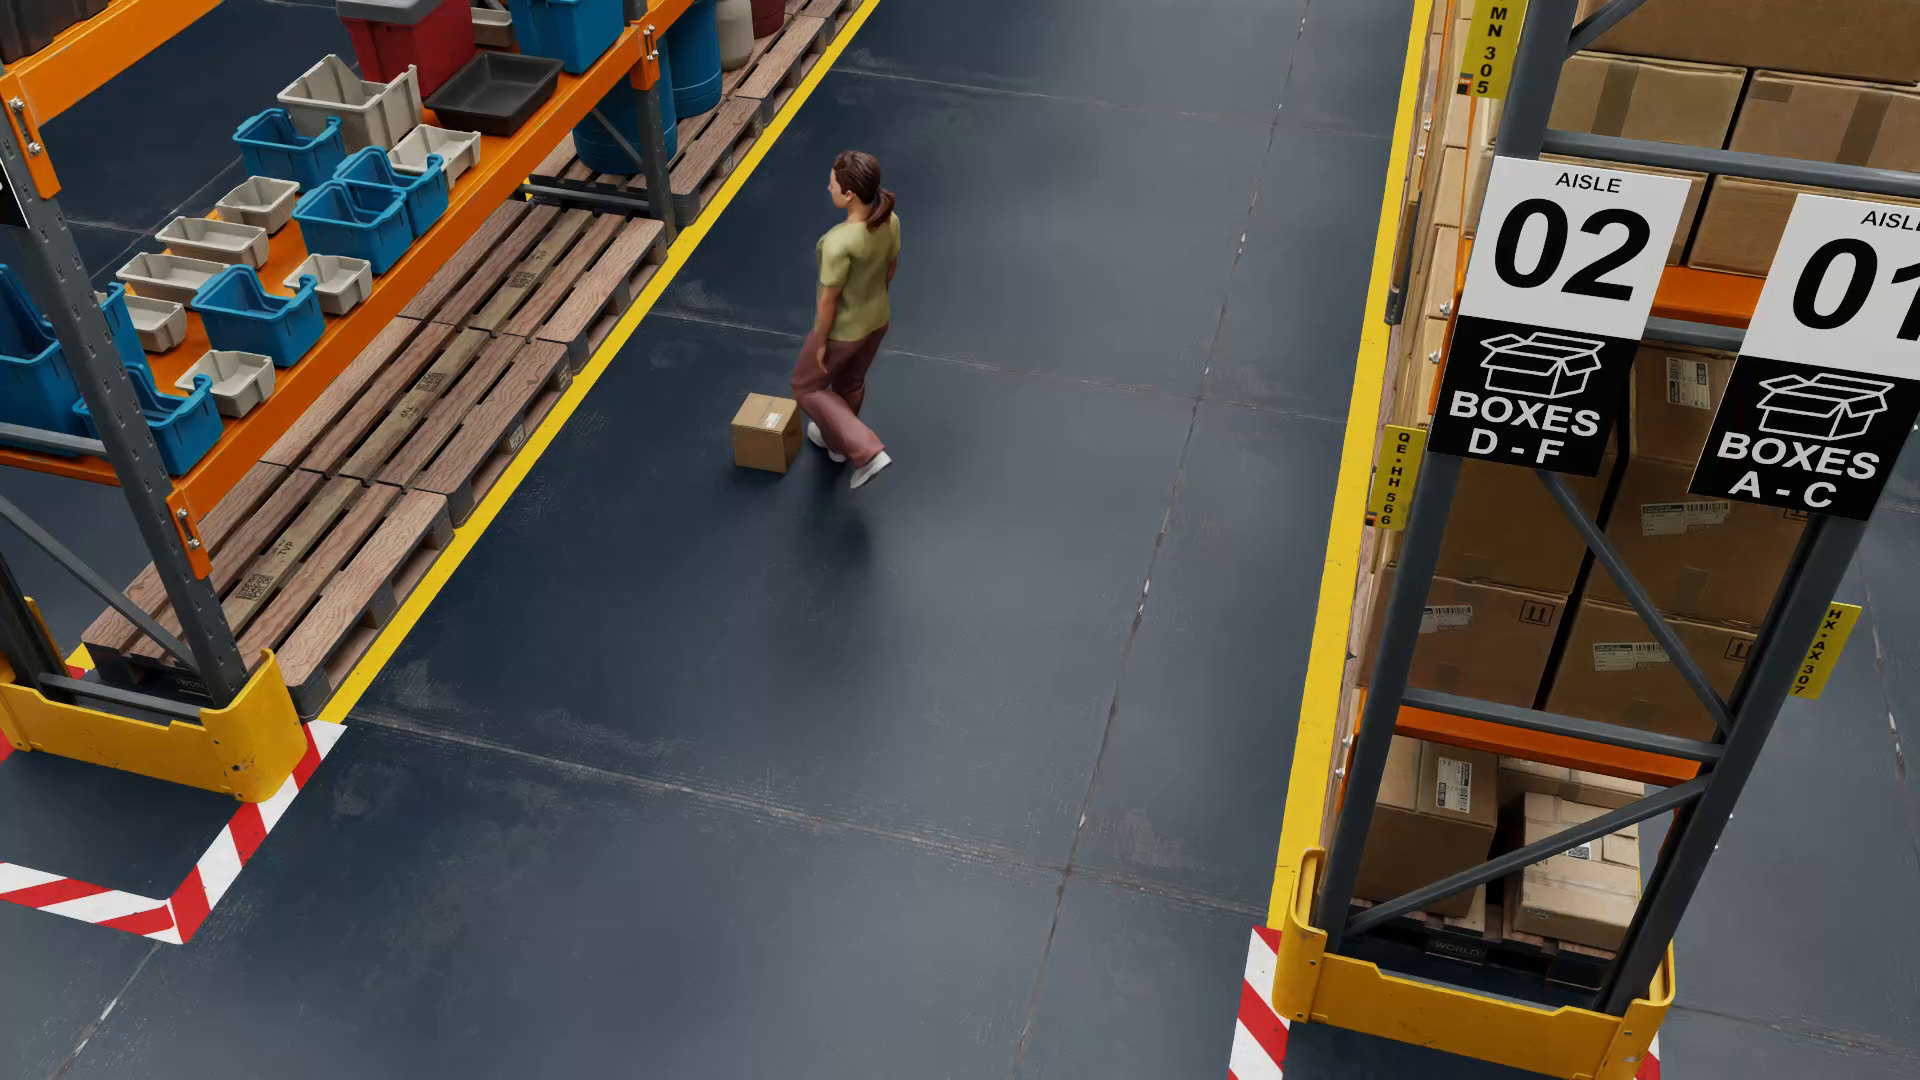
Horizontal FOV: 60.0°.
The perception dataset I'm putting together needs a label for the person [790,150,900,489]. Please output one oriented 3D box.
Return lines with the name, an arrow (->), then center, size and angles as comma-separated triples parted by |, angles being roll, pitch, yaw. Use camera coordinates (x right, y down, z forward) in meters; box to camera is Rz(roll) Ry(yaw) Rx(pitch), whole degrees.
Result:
person -> -0.513, -0.963, 7.259 | 0.690, 1.654, 0.491 | 30, 49, 29
